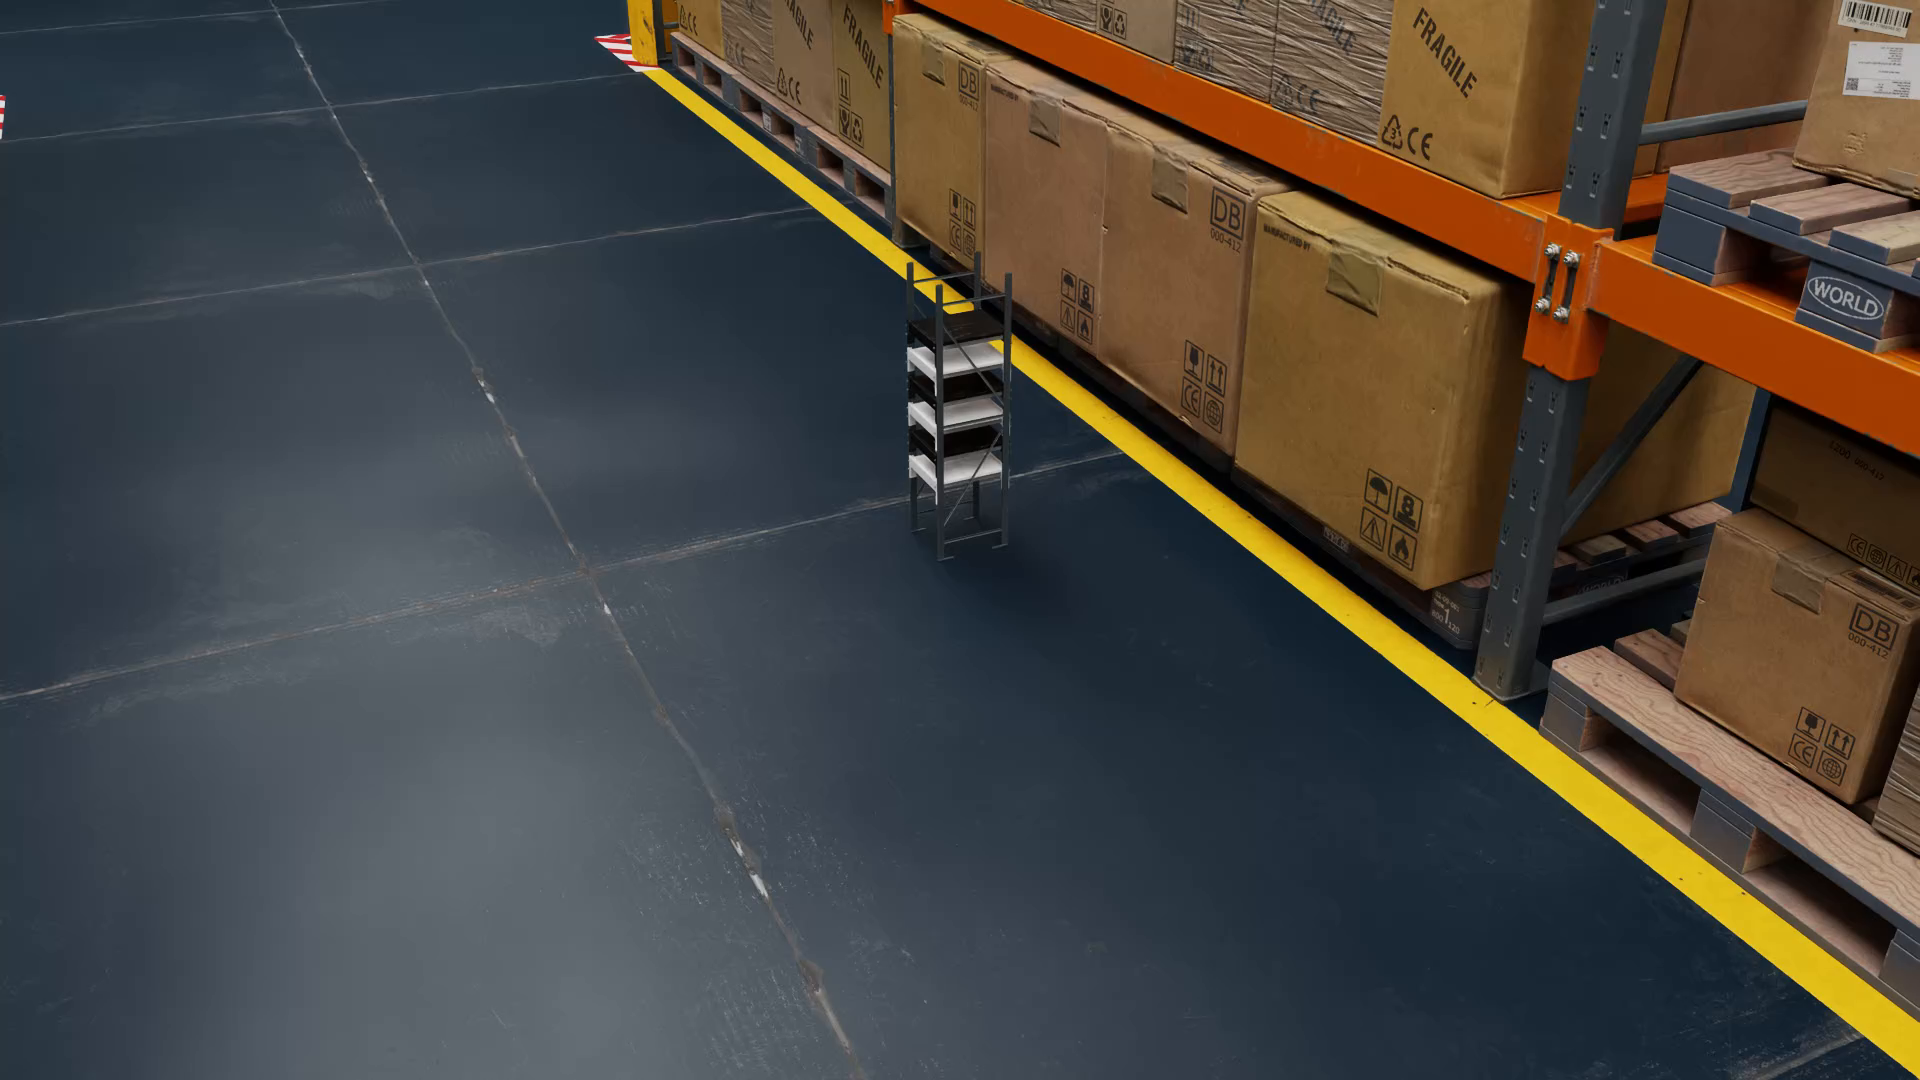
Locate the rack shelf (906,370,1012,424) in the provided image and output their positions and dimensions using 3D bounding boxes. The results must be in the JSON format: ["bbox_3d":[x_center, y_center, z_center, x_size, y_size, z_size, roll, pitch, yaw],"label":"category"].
[{"bbox_3d":[-0.003,-0.446,5.009,0.258,0.077,0.200,-13,32,-22],"label":"rack shelf"}]

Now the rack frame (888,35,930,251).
[{"bbox_3d":[0.161,-2.764,7.112,1.000,3.000,0.127,-13,32,-22],"label":"rack frame"}]

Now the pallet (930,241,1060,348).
[{"bbox_3d":[0.560,-1.223,7.215,1.003,0.211,1.213,-13,32,-22],"label":"pallet"}]

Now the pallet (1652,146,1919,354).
[{"bbox_3d":[2.280,-0.621,3.487,1.213,0.211,1.003,-13,32,-22],"label":"pallet"}]

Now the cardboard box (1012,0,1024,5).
[{"bbox_3d":[0.349,-2.330,6.236,0.500,0.500,0.500,-13,32,-22],"label":"cardboard box"}]

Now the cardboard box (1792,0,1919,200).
[{"bbox_3d":[2.146,-0.994,3.424,0.500,0.500,0.500,-17,34,-28],"label":"cardboard box"}]

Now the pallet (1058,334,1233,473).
[{"bbox_3d":[1.088,-0.683,6.252,1.003,0.211,1.213,-13,32,-22],"label":"pallet"}]

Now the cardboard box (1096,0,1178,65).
[{"bbox_3d":[0.790,-1.882,5.437,0.500,0.500,0.500,-12,32,-21],"label":"cardboard box"}]

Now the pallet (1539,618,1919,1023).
[{"bbox_3d":[2.212,0.565,4.027,1.003,0.211,1.213,-13,32,-22],"label":"pallet"}]

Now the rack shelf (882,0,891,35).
[{"bbox_3d":[-0.697,-3.334,8.864,1.077,0.370,4.000,-13,32,-22],"label":"rack shelf"}]

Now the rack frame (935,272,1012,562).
[{"bbox_3d":[0.040,-0.351,4.956,0.240,0.900,0.006,-13,32,-22],"label":"rack frame"}]

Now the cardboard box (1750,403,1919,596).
[{"bbox_3d":[2.193,-0.136,3.765,0.500,0.250,0.500,-12,31,-20],"label":"cardboard box"}]

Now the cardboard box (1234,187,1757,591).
[{"bbox_3d":[1.601,-0.563,4.930,1.225,0.875,0.875,-15,32,-24],"label":"cardboard box"}]

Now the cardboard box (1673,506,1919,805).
[{"bbox_3d":[2.184,0.193,3.945,0.700,0.500,0.500,-15,33,-25],"label":"cardboard box"}]

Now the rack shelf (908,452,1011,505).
[{"bbox_3d":[-0.003,-0.210,5.141,0.258,0.077,0.200,-13,32,-22],"label":"rack shelf"}]

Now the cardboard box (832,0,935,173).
[{"bbox_3d":[-0.050,-2.329,8.079,0.875,0.875,0.875,-13,32,-22],"label":"cardboard box"}]

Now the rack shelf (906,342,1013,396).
[{"bbox_3d":[-0.003,-0.524,4.965,0.258,0.077,0.200,-13,32,-22],"label":"rack shelf"}]

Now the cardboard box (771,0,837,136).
[{"bbox_3d":[-0.436,-2.726,8.788,0.875,0.875,0.875,-13,32,-22],"label":"cardboard box"}]

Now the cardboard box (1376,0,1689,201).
[{"bbox_3d":[1.443,-1.207,4.233,0.500,0.500,0.500,-12,31,-20],"label":"cardboard box"}]

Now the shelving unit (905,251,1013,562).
[{"bbox_3d":[-0.003,-0.396,5.036,0.258,0.900,0.210,-13,32,-22],"label":"shelving unit"}]

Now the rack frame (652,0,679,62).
[{"bbox_3d":[-1.556,-4.531,10.263,1.000,3.000,0.127,-13,32,-22],"label":"rack frame"}]

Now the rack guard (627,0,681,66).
[{"bbox_3d":[-1.566,-3.451,10.894,1.175,0.500,0.348,-13,32,-22],"label":"rack guard"}]

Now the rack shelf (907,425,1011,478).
[{"bbox_3d":[-0.003,-0.289,5.097,0.258,0.077,0.200,-13,32,-22],"label":"rack shelf"}]

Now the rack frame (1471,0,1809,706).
[{"bbox_3d":[1.878,-0.997,3.961,1.000,3.000,0.127,-13,32,-22],"label":"rack frame"}]

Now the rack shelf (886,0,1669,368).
[{"bbox_3d":[1.020,-1.567,5.713,1.077,0.370,4.000,-13,32,-22],"label":"rack shelf"}]

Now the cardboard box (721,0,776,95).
[{"bbox_3d":[-0.818,-3.119,9.489,0.875,0.875,0.875,-13,32,-22],"label":"cardboard box"}]

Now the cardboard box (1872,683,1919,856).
[{"bbox_3d":[2.434,0.435,3.512,0.700,0.500,0.500,-16,33,-26],"label":"cardboard box"}]

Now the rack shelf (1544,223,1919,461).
[{"bbox_3d":[2.737,0.200,2.562,1.077,0.370,4.000,-13,32,-22],"label":"rack shelf"}]

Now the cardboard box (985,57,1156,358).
[{"bbox_3d":[0.838,-1.347,6.329,1.225,0.875,0.875,-14,32,-24],"label":"cardboard box"}]

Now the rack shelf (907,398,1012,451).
[{"bbox_3d":[-0.003,-0.367,5.053,0.258,0.077,0.200,-13,32,-22],"label":"rack shelf"}]

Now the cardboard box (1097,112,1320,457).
[{"bbox_3d":[1.225,-0.958,5.635,1.225,0.875,0.875,-13,32,-22],"label":"cardboard box"}]

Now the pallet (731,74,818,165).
[{"bbox_3d":[-0.622,-2.440,9.385,1.003,0.211,1.213,-13,32,-22],"label":"pallet"}]

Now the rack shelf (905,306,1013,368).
[{"bbox_3d":[-0.003,-0.603,4.921,0.258,0.077,0.200,-13,32,-22],"label":"rack shelf"}]

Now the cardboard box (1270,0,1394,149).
[{"bbox_3d":[1.234,-1.428,4.628,0.500,0.500,0.500,-13,32,-22],"label":"cardboard box"}]

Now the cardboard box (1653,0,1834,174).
[{"bbox_3d":[1.915,-1.312,4.422,0.500,0.500,0.500,-12,31,-21],"label":"cardboard box"}]

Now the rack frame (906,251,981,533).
[{"bbox_3d":[-0.047,-0.441,5.116,0.240,0.900,0.006,-13,32,-22],"label":"rack frame"}]

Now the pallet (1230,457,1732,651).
[{"bbox_3d":[1.608,-0.145,5.292,1.003,0.211,1.213,-13,32,-22],"label":"pallet"}]

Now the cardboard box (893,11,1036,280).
[{"bbox_3d":[0.454,-1.742,7.033,1.225,0.875,0.875,-13,32,-22],"label":"cardboard box"}]

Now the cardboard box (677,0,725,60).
[{"bbox_3d":[-1.209,-3.521,10.206,0.875,0.875,0.875,-13,32,-22],"label":"cardboard box"}]

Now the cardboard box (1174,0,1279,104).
[{"bbox_3d":[1.008,-1.657,5.036,0.500,0.500,0.500,-14,32,-24],"label":"cardboard box"}]

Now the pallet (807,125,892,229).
[{"bbox_3d":[-0.095,-1.900,8.423,1.003,0.211,1.213,-13,32,-22],"label":"pallet"}]

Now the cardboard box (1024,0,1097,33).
[{"bbox_3d":[0.564,-2.109,5.842,0.500,0.500,0.500,-14,32,-23],"label":"cardboard box"}]

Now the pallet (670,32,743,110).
[{"bbox_3d":[-1.142,-2.978,10.345,1.003,0.211,1.213,-13,32,-22],"label":"pallet"}]
